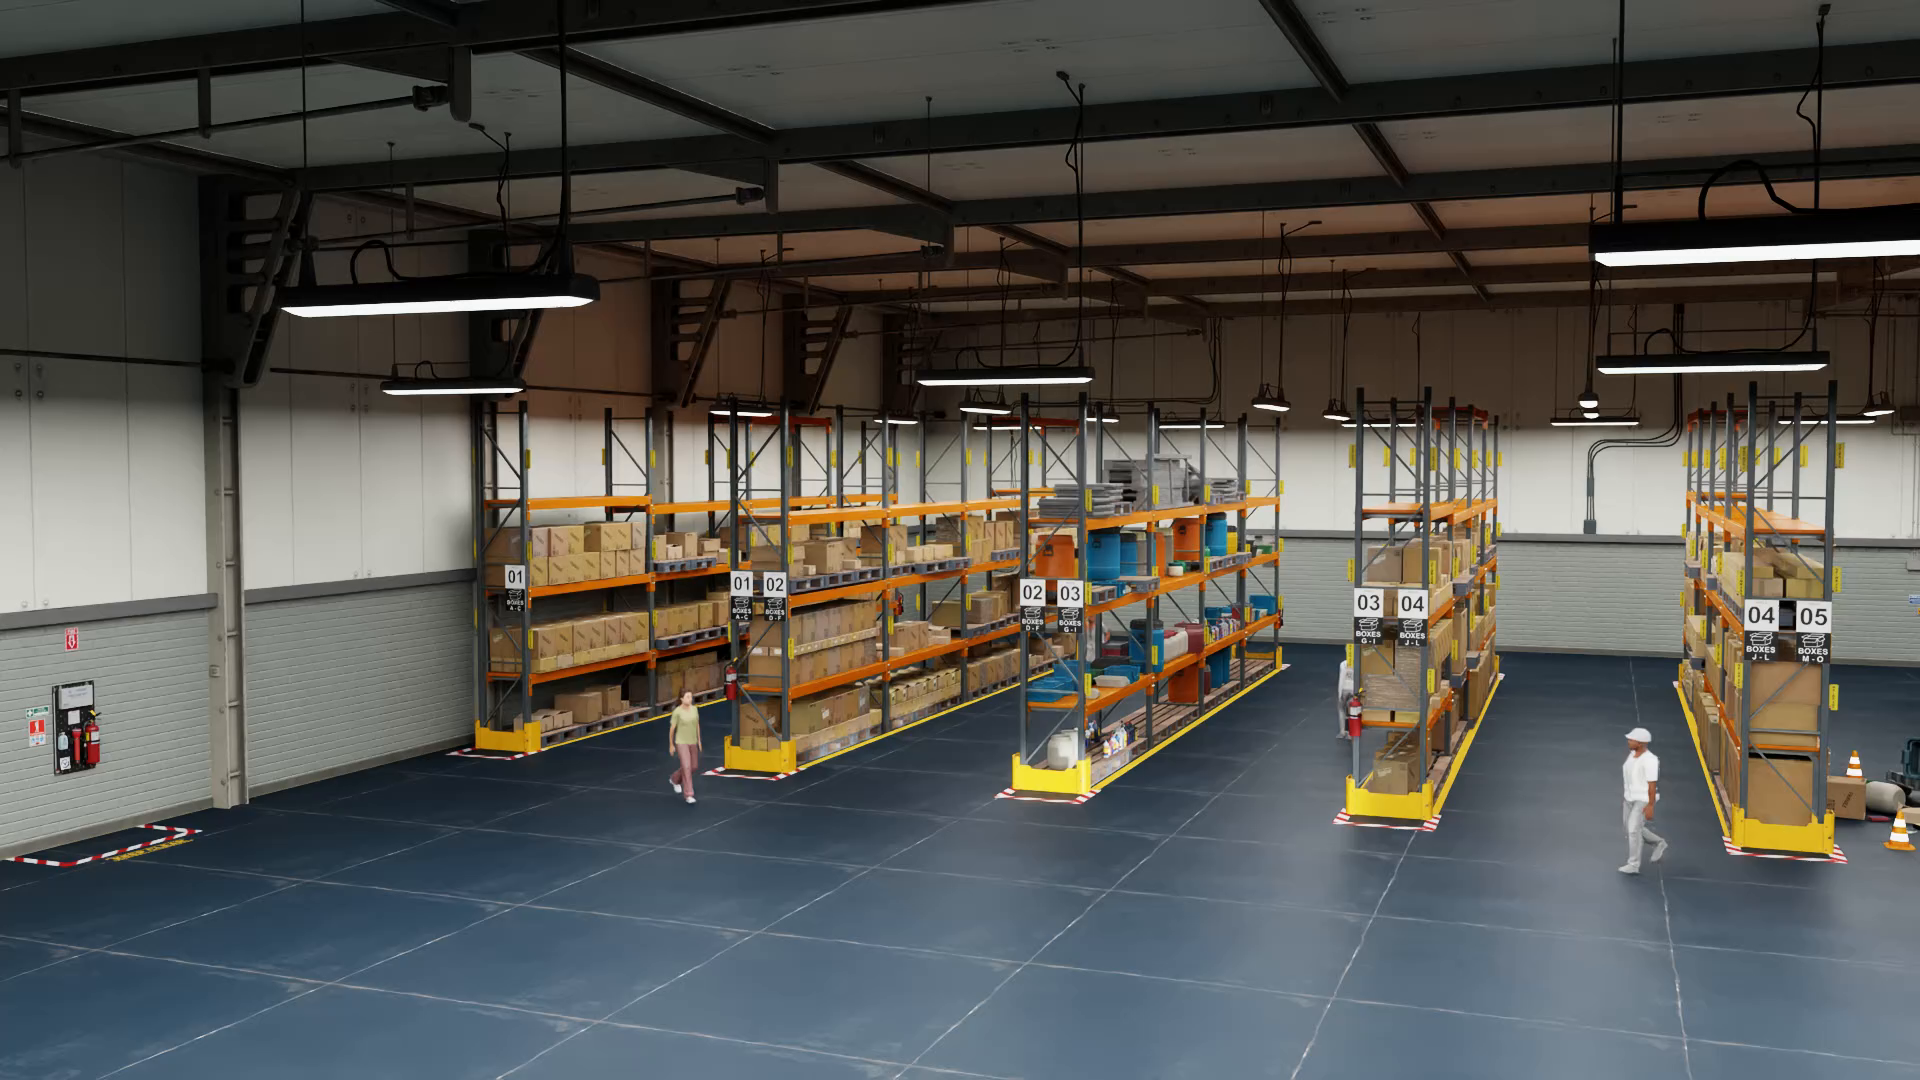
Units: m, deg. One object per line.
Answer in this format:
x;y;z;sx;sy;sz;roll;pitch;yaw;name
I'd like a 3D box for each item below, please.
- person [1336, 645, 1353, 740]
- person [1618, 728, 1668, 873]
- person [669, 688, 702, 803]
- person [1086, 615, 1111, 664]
6.963;2.738;29.622;0.476;1.720;0.551;0;3;8;person
8.283;3.137;20.117;0.797;1.747;0.573;-1;3;-17;person
-4.032;2.985;24.408;0.494;1.640;0.888;-3;4;-42;person
2.982;2.382;36.604;0.695;1.691;0.591;1;3;28;person
